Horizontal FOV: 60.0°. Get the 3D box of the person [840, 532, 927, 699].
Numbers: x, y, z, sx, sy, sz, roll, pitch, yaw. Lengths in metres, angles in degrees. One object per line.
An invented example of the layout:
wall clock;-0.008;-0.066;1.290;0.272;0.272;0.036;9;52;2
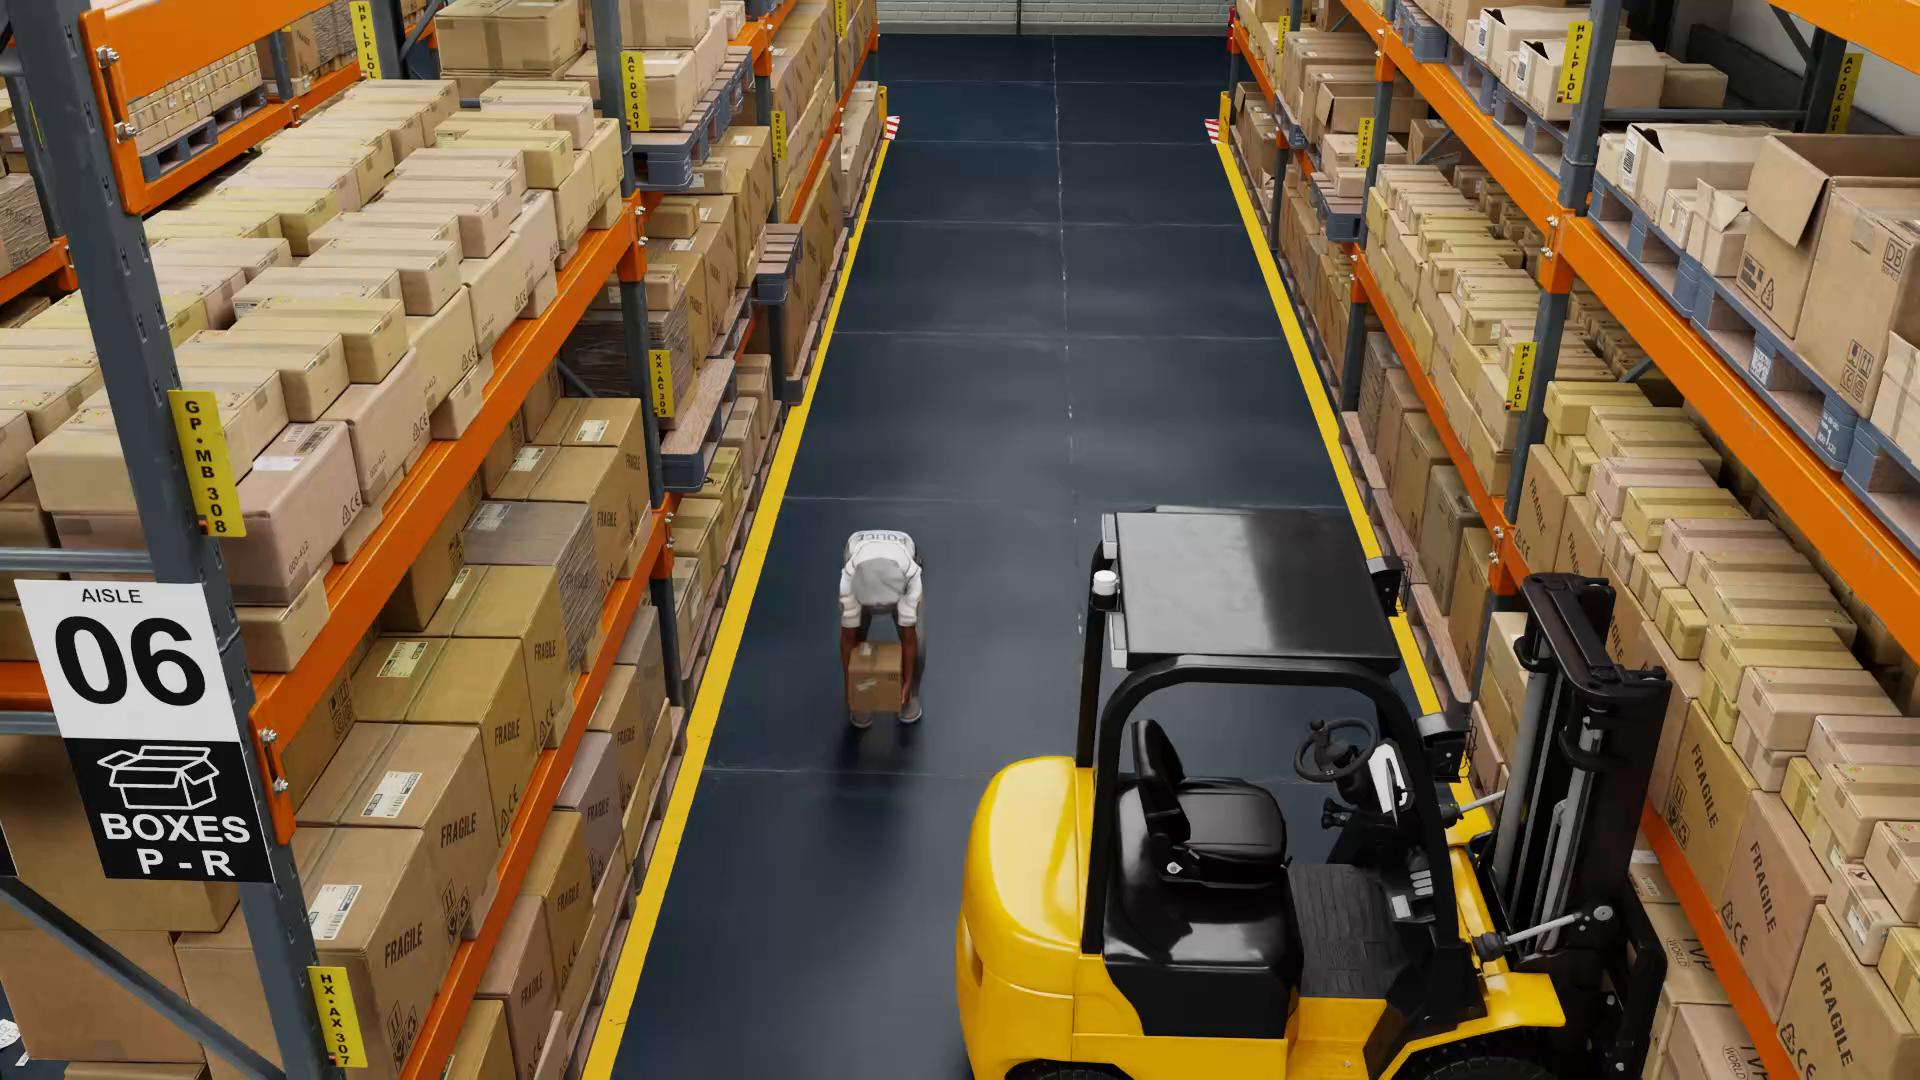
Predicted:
person;-0.389;0.393;8.409;0.440;1.032;0.638;0;28;0
